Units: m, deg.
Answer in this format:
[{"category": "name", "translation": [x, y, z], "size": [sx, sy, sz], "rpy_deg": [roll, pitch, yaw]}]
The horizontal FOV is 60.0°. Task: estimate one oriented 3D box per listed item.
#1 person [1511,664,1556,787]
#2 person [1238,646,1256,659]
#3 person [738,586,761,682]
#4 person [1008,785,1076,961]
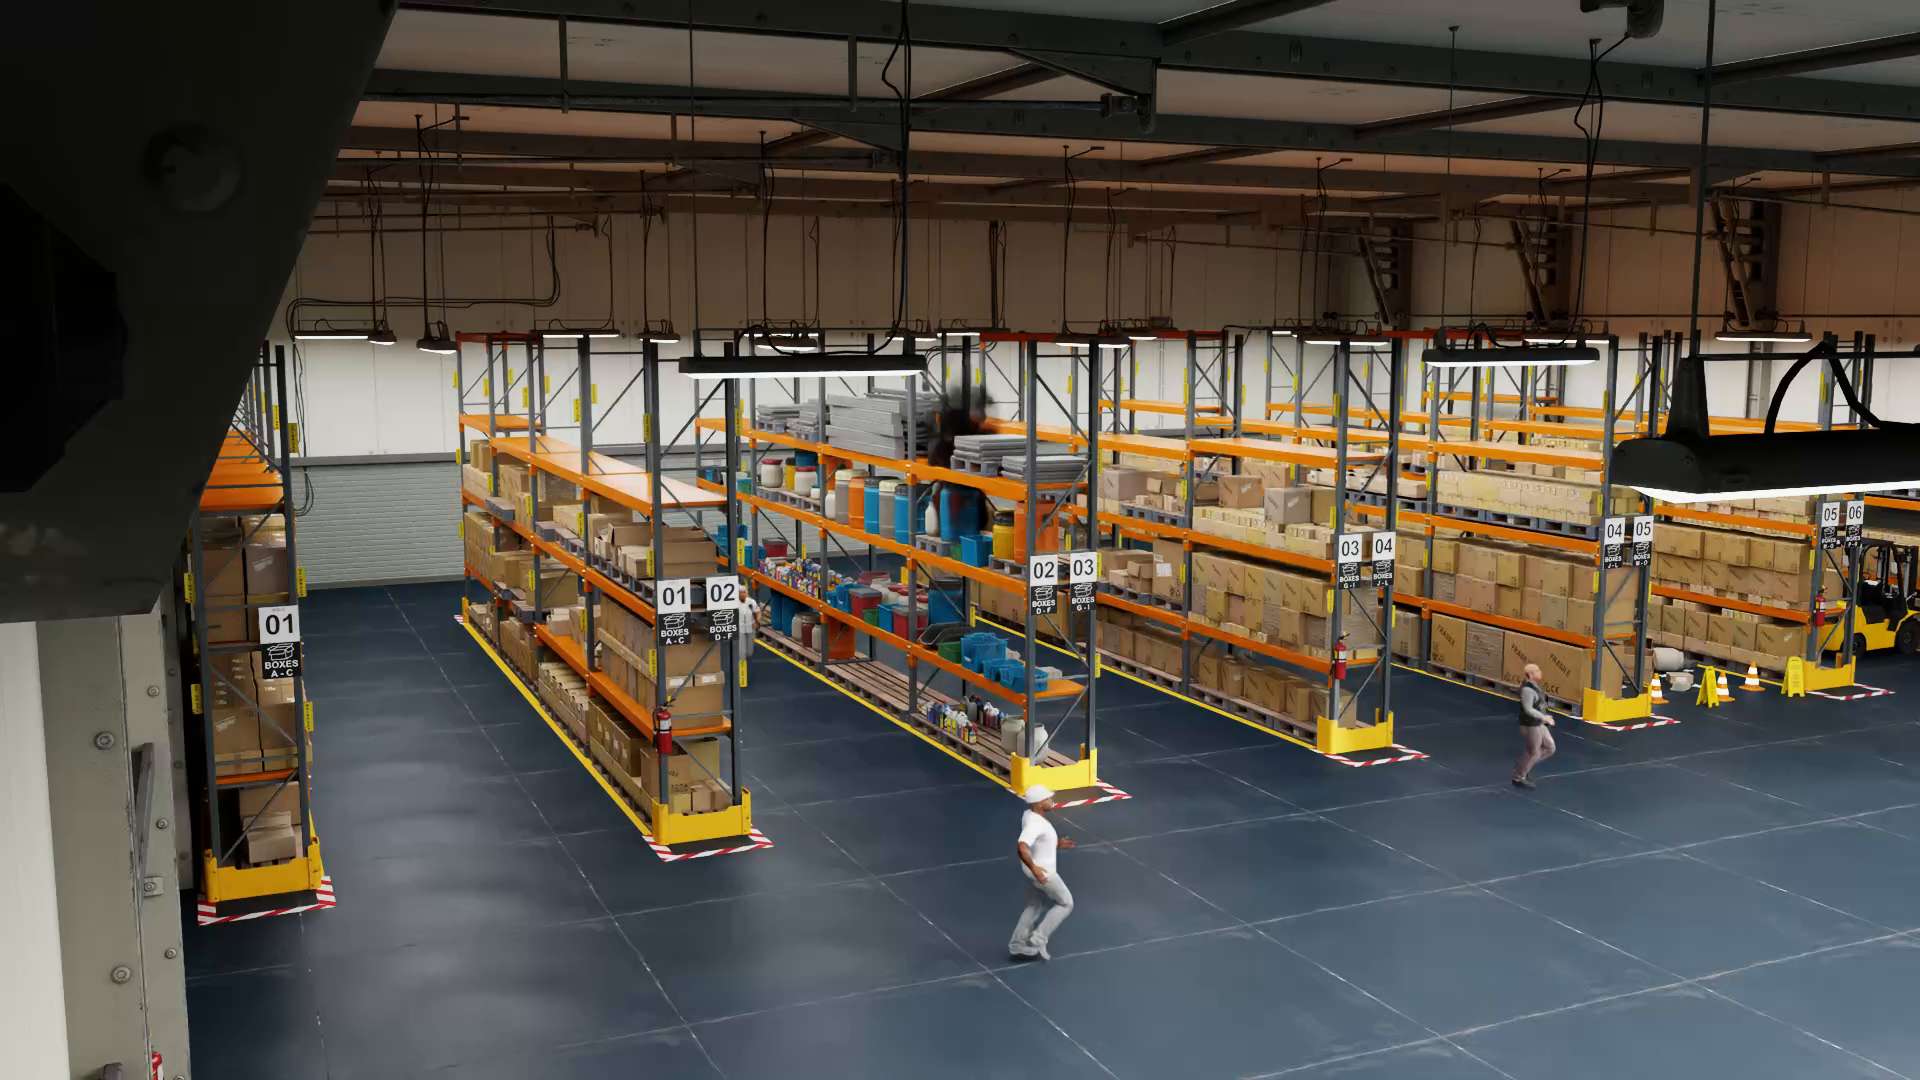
[{"category": "person", "translation": [7.738, 2.489, 22.395], "size": [0.551, 1.680, 0.672], "rpy_deg": [3, 8, 23]}, {"category": "person", "translation": [5.396, 1.407, 30.366], "size": [0.630, 1.646, 0.758], "rpy_deg": [-4, 9, -25]}, {"category": "person", "translation": [-3.787, 1.615, 29.111], "size": [0.625, 1.688, 0.722], "rpy_deg": [-2, 8, -17]}, {"category": "person", "translation": [0.820, 3.267, 16.359], "size": [0.683, 1.752, 0.676], "rpy_deg": [-1, 8, -10]}]
